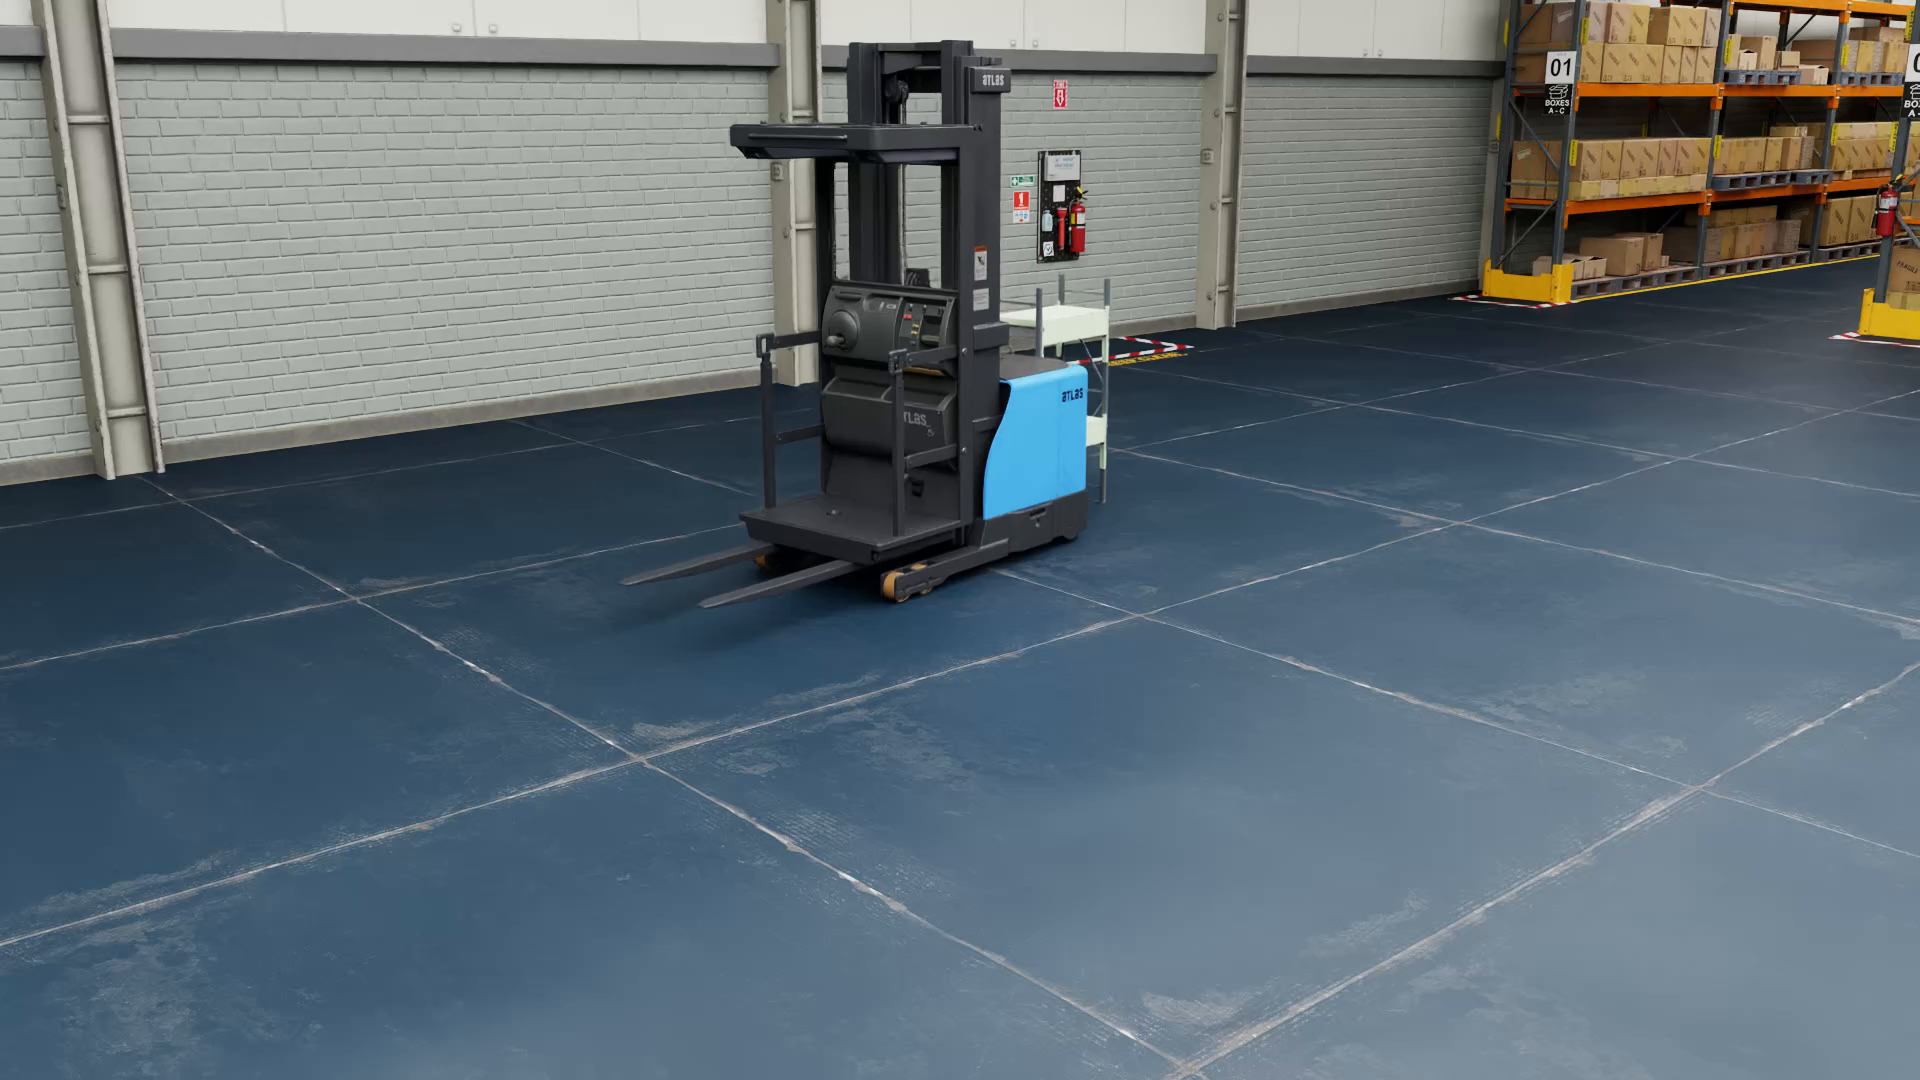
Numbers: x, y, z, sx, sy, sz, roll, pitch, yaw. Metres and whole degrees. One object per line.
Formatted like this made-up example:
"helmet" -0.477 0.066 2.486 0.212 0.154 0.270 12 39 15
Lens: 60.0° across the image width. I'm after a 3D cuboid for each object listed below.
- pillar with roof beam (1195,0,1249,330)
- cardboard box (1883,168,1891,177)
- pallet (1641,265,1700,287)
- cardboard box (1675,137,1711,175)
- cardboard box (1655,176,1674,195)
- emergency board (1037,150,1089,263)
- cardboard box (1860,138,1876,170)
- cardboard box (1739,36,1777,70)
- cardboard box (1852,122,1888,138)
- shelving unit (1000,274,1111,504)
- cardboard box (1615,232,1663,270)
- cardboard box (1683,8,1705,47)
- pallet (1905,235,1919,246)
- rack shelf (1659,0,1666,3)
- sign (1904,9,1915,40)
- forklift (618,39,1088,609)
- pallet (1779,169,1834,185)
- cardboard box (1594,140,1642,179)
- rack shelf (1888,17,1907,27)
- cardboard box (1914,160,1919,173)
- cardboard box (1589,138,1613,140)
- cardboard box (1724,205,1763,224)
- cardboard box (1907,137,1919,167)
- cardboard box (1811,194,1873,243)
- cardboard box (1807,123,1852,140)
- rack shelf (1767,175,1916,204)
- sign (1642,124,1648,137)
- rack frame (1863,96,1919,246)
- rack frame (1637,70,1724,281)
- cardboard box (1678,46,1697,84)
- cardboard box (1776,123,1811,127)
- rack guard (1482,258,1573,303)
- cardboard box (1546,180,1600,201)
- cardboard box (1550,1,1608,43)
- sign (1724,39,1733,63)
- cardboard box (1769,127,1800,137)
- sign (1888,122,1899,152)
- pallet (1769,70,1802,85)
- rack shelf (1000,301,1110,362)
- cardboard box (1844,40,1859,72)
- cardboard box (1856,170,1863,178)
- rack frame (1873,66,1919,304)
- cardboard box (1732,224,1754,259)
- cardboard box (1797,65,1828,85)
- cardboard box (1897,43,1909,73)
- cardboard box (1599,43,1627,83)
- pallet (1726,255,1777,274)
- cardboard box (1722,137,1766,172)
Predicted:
"pillar with roof beam" 5.845 -6.035 15.405 0.400 9.000 9.100 -13 19 -39
"cardboard box" 15.780 -6.346 28.642 0.250 0.149 0.380 -13 19 -39
"pallet" 10.119 -3.914 24.493 1.213 0.211 1.003 -13 19 -39
"cardboard box" 10.449 -5.541 23.979 0.500 0.500 0.500 -13 20 -39
"cardboard box" 9.694 -5.009 23.440 0.500 0.250 0.500 -13 20 -40
"emergency board" 1.130 -3.563 17.778 0.643 1.169 0.194 -13 19 -39
"cardboard box" 14.931 -6.464 27.828 0.500 0.500 0.500 -13 20 -40
"cardboard box" 11.998 -7.368 25.201 0.500 0.500 0.500 -14 20 -41
"cardboard box" 15.293 -6.914 28.061 0.500 0.250 0.500 -13 20 -40
"shelving unit" 0.583 -0.932 10.831 0.431 1.500 0.755 12 19 38
"cardboard box" 9.846 -4.203 24.163 0.500 0.500 0.500 14 21 43
"cardboard box" 9.994 -7.139 23.180 0.500 0.500 0.500 -11 19 -36
"pallet" 17.263 -5.503 30.443 1.213 0.211 1.003 -13 19 -39
"rack shelf" 9.094 -7.592 22.635 4.000 0.370 1.077 -13 19 -39
"sign" 10.494 -5.687 18.353 0.005 0.325 0.100 -13 19 -39
"forklift" -0.540 -1.225 9.158 1.130 2.935 3.031 12 19 38
"pallet" 13.153 -5.825 26.617 1.003 0.211 1.213 -13 19 -39
"cardboard box" 8.916 -5.194 22.681 0.500 0.500 0.500 -13 20 -41
"rack shelf" 18.147 -9.433 30.297 4.000 0.370 1.077 -13 19 -39
"cardboard box" 11.003 -4.204 18.724 0.250 0.149 0.380 -13 20 -40
"cardboard box" 8.955 -5.382 23.384 0.500 0.500 0.500 -12 19 -39
"cardboard box" 12.256 -5.122 26.150 0.500 0.250 0.500 -13 20 -40
"cardboard box" 16.455 -6.811 29.128 0.500 0.500 0.500 -13 20 -40
"cardboard box" 14.926 -5.470 28.266 0.750 0.750 0.750 -13 20 -40
"cardboard box" 14.154 -6.655 27.089 0.500 0.250 0.500 -12 19 -38
"rack shelf" 15.129 -6.050 28.483 4.000 0.370 1.077 -13 19 -39
"sign" 10.236 -6.048 24.837 0.005 0.325 0.100 -13 19 -39
"rack frame" 16.638 -6.737 29.658 0.127 3.000 1.000 -13 19 -39
"rack frame" 10.603 -5.382 24.585 0.127 3.000 1.000 -13 19 -39
"cardboard box" 9.994 -6.672 23.370 0.500 0.500 0.500 14 20 42
"cardboard box" 13.792 -6.750 27.447 0.500 0.250 0.500 -12 19 -38
"rack guard" 7.643 -3.509 22.419 0.348 0.500 1.175 -13 19 -39
"cardboard box" 8.162 -4.662 22.143 0.500 0.250 0.500 -13 20 -41
"cardboard box" 8.035 -6.712 21.584 0.500 0.500 0.500 14 21 43
"sign" 10.965 -6.976 23.740 0.005 0.325 0.100 -13 19 -39
"cardboard box" 13.147 -6.512 26.513 0.380 0.149 0.250 12 19 38
"sign" 10.494 -4.522 18.664 0.005 0.325 0.100 -13 19 -39
"pallet" 11.919 -7.000 25.196 1.003 0.211 1.213 -13 19 -39
"rack shelf" 0.583 -1.309 10.731 0.431 0.370 0.720 12 19 38
"cardboard box" 14.314 -7.963 27.388 0.500 0.500 0.700 -14 20 -42
"cardboard box" 14.973 -6.182 28.028 0.250 0.149 0.380 -12 19 -39
"rack frame" 10.840 -3.740 18.440 0.127 3.000 1.000 -13 19 -39
"cardboard box" 11.915 -4.690 25.988 0.500 0.500 0.700 -12 19 -39
"cardboard box" 13.254 -7.300 26.090 0.500 0.311 0.500 -13 19 -39
"cardboard box" 15.902 -8.319 28.723 0.500 0.500 0.700 -14 20 -42
"cardboard box" 8.430 -6.303 21.990 0.500 0.500 0.500 -11 19 -36
"pallet" 12.110 -4.374 26.217 1.213 0.211 1.003 -13 19 -39
"cardboard box" 11.912 -5.933 25.602 0.500 0.500 0.700 -10 18 -32
